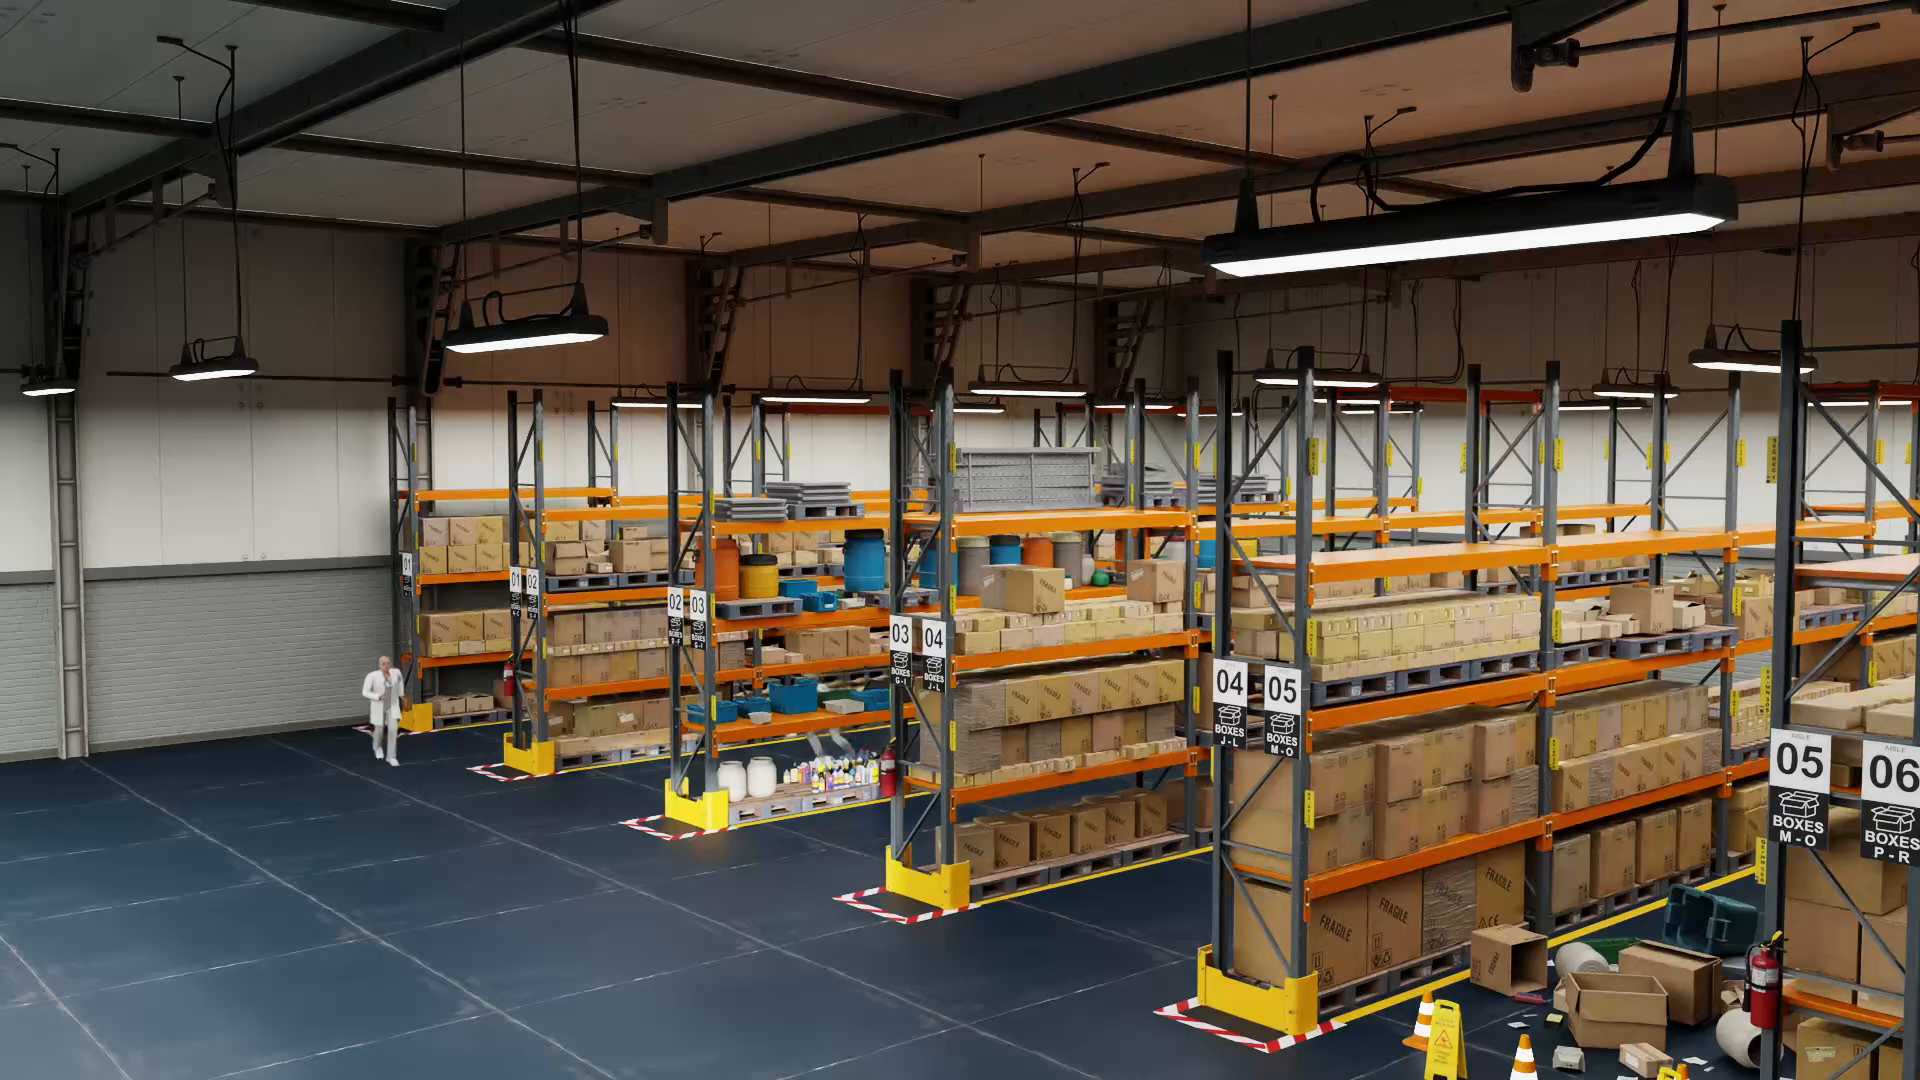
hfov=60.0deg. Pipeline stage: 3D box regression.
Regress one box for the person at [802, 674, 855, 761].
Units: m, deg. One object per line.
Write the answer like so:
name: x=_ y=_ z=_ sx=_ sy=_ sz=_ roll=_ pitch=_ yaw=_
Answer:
person: x=-2.115 y=2.853 z=26.619 sx=1.061 sy=1.478 sz=0.619 roll=-2 pitch=4 yaw=-29

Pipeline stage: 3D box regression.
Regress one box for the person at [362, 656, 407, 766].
person: x=-9.299 y=2.765 z=26.830 sx=0.696 sy=1.670 sz=1.041 roll=-2 pitch=4 yaw=-28

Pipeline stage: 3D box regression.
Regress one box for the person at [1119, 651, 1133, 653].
person: x=3.303 y=2.414 z=32.643 sx=0.853 sy=1.718 sz=0.541 roll=-3 pitch=4 yaw=-39
